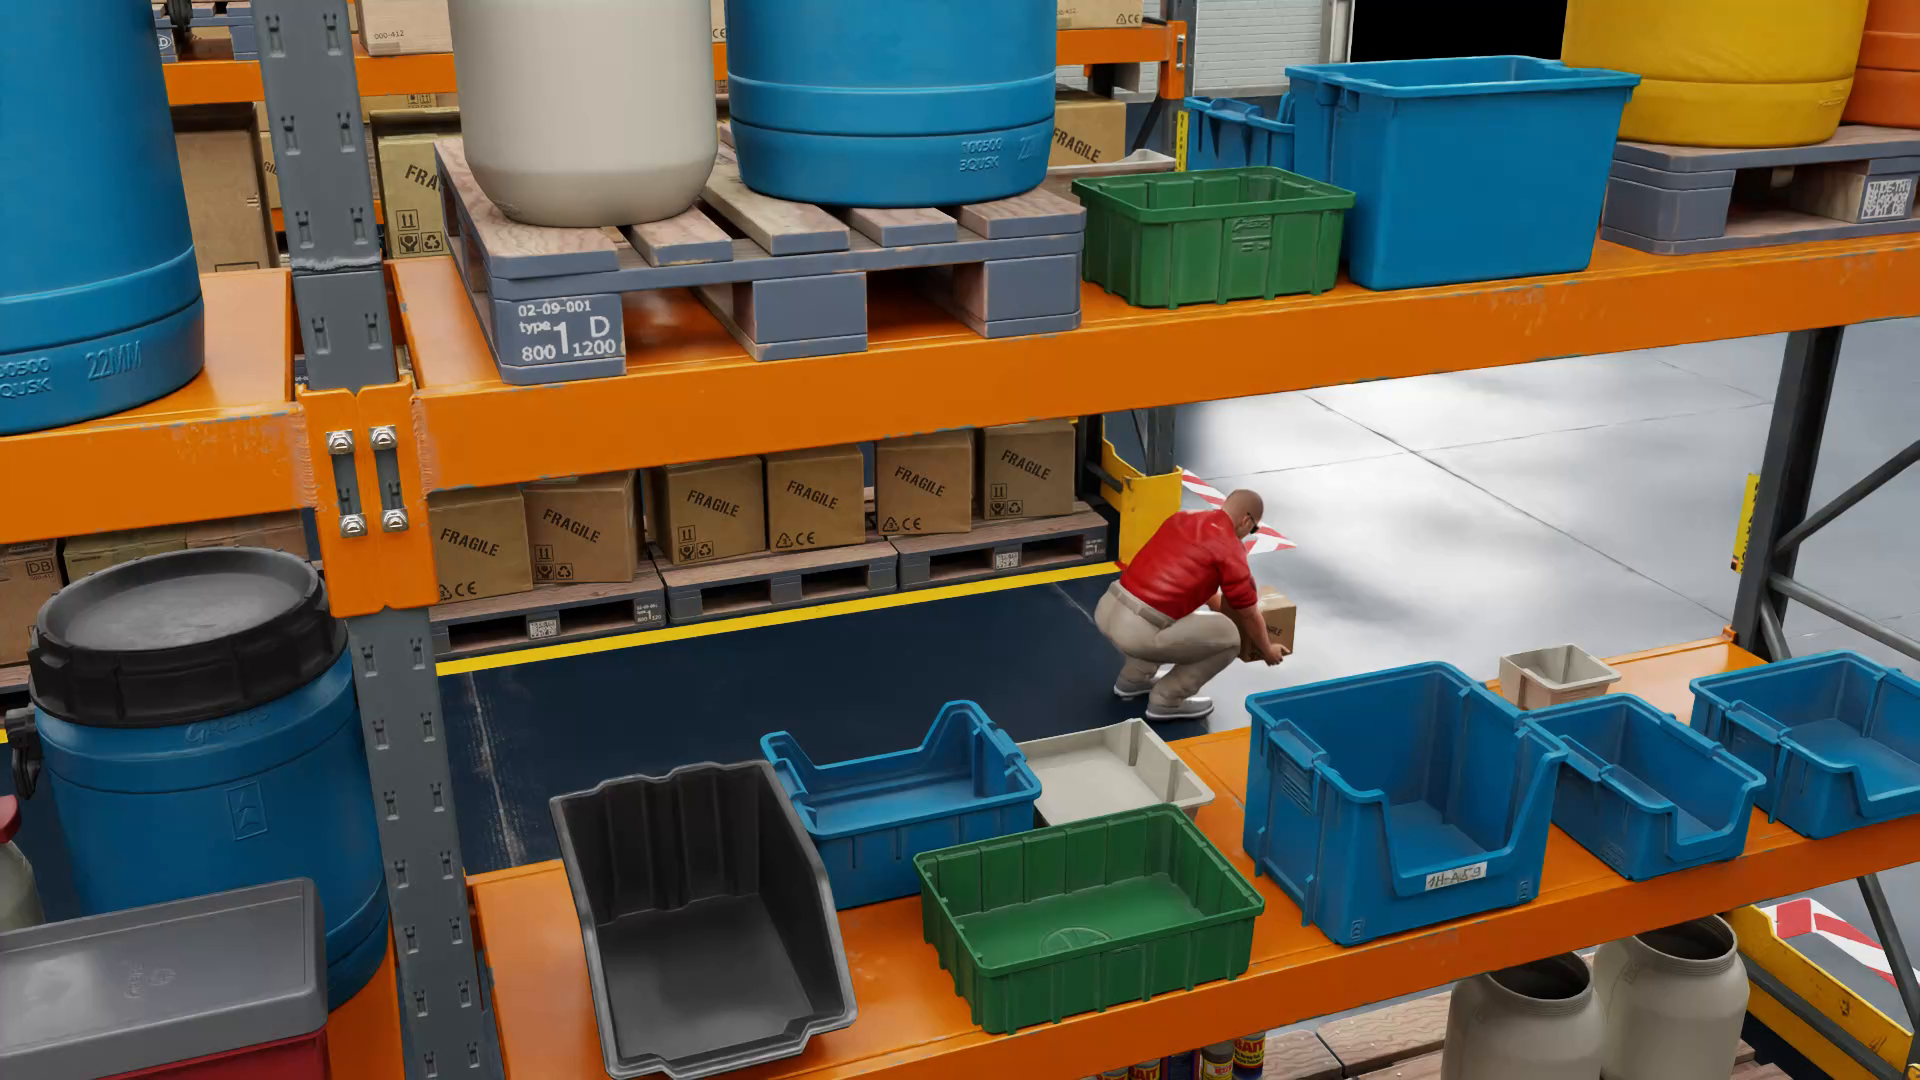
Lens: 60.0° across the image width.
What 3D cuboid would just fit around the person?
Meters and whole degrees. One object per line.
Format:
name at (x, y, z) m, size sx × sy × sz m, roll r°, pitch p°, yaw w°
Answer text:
person at (1.076, 0.200, 7.444) m, size 0.770 × 0.828 × 0.556 m, roll -8°, pitch 24°, yaw -19°
